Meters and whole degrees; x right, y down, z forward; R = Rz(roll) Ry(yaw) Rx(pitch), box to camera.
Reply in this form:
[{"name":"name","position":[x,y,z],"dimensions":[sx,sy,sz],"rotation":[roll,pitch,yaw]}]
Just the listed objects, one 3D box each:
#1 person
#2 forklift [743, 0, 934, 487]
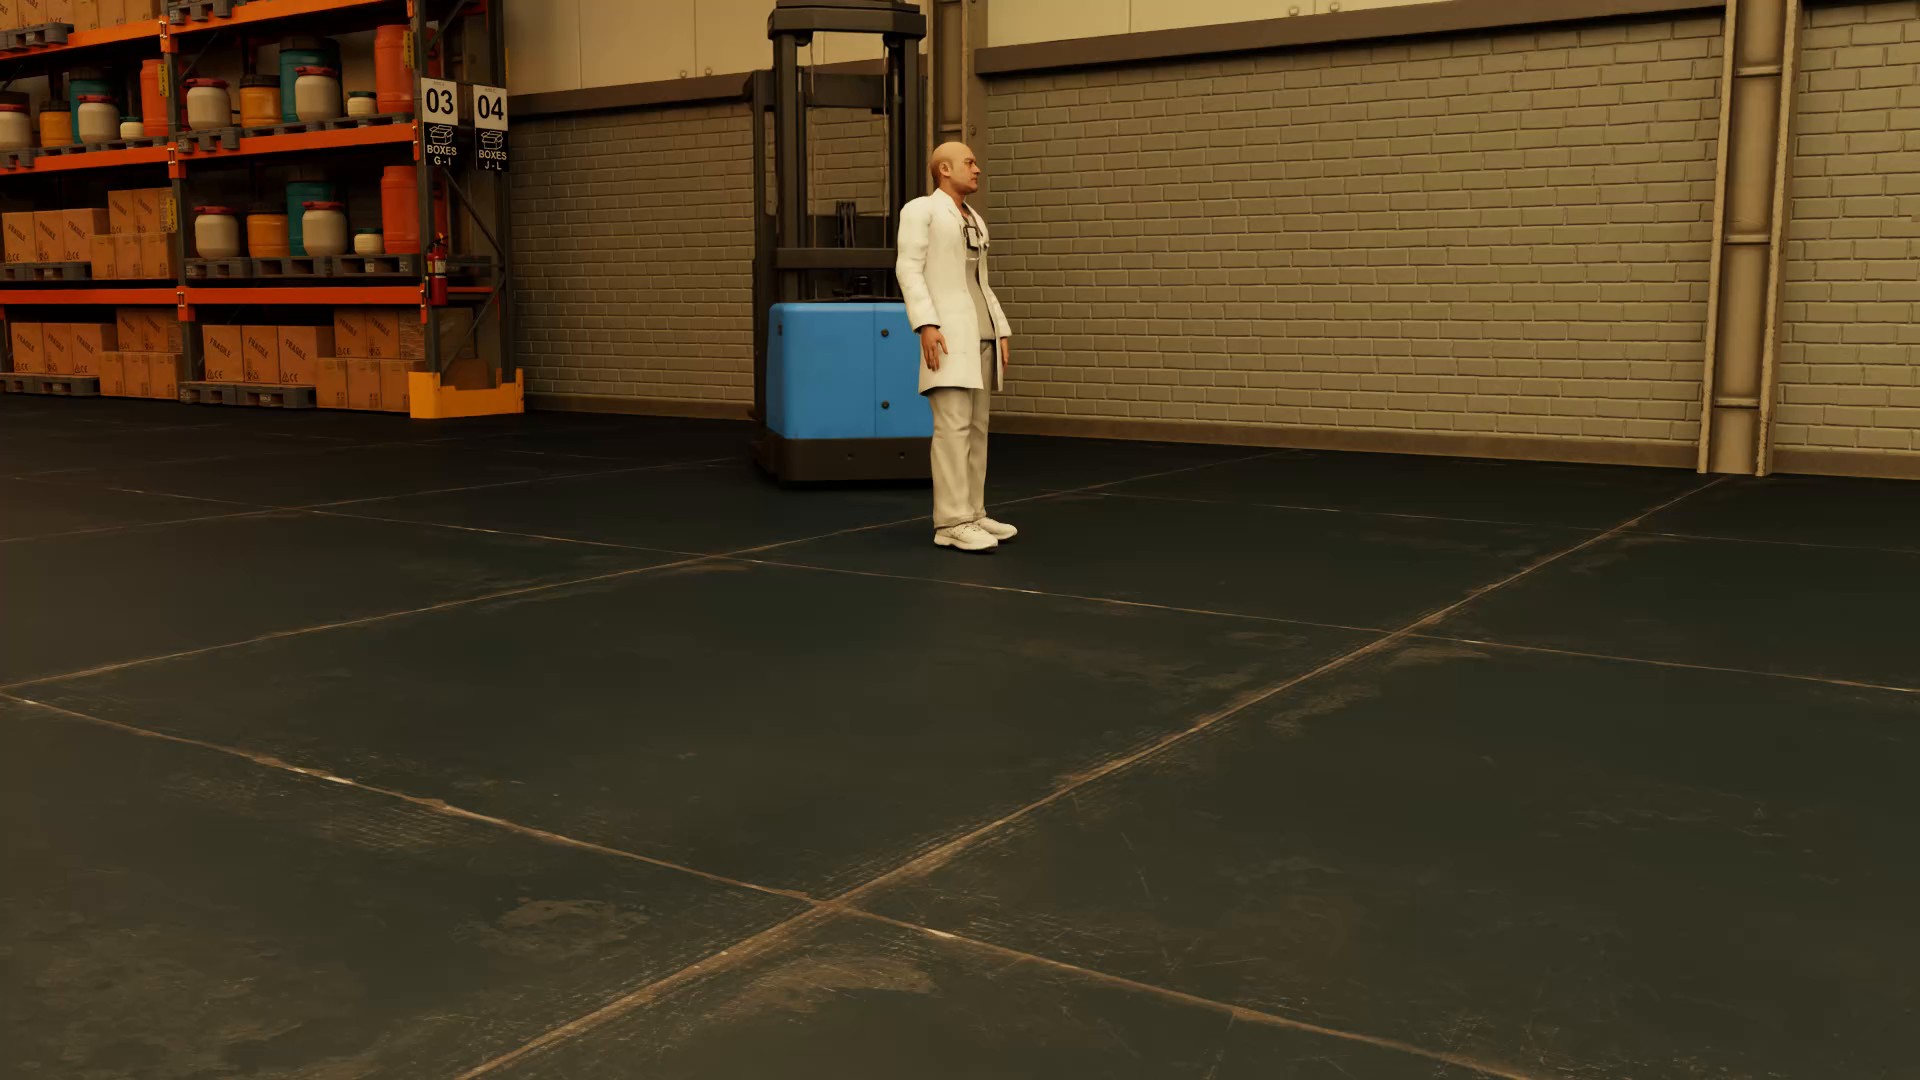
[{"name":"person","position":[0.073,-0.880,7.424],"dimensions":[0.580,1.776,0.698],"rotation":[5,10,34]},{"name":"forklift","position":[-0.808,-1.933,10.784],"dimensions":[1.130,2.935,3.031],"rotation":[-2,8,-12]}]
